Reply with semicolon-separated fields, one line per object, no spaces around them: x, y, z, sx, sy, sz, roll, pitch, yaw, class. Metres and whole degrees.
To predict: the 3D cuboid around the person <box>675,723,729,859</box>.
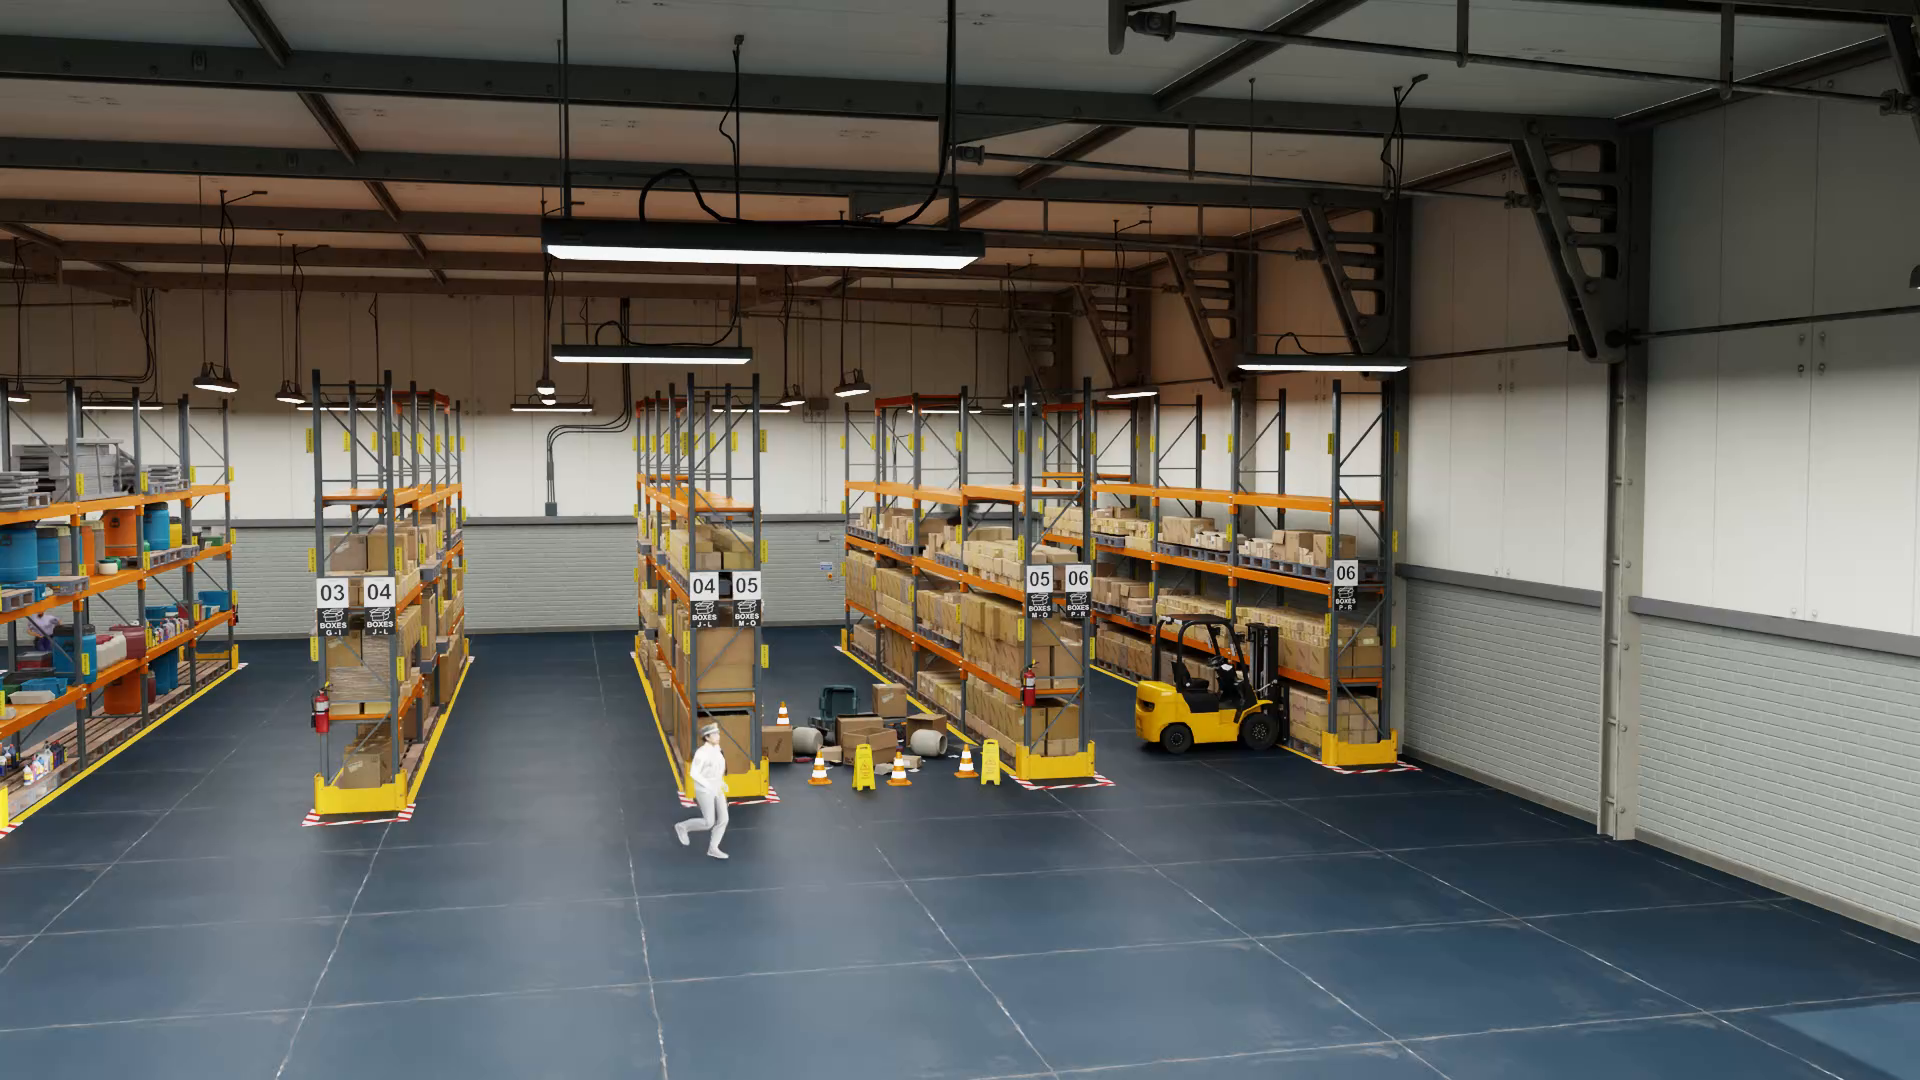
-3.103;3.019;20.163;0.693;1.653;0.609;2;4;25;person

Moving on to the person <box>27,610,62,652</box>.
-19.428;2.169;35.259;0.631;1.595;0.542;-1;3;-19;person

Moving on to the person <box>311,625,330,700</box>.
-12.450;2.229;32.787;0.666;1.790;0.786;-1;3;-14;person
